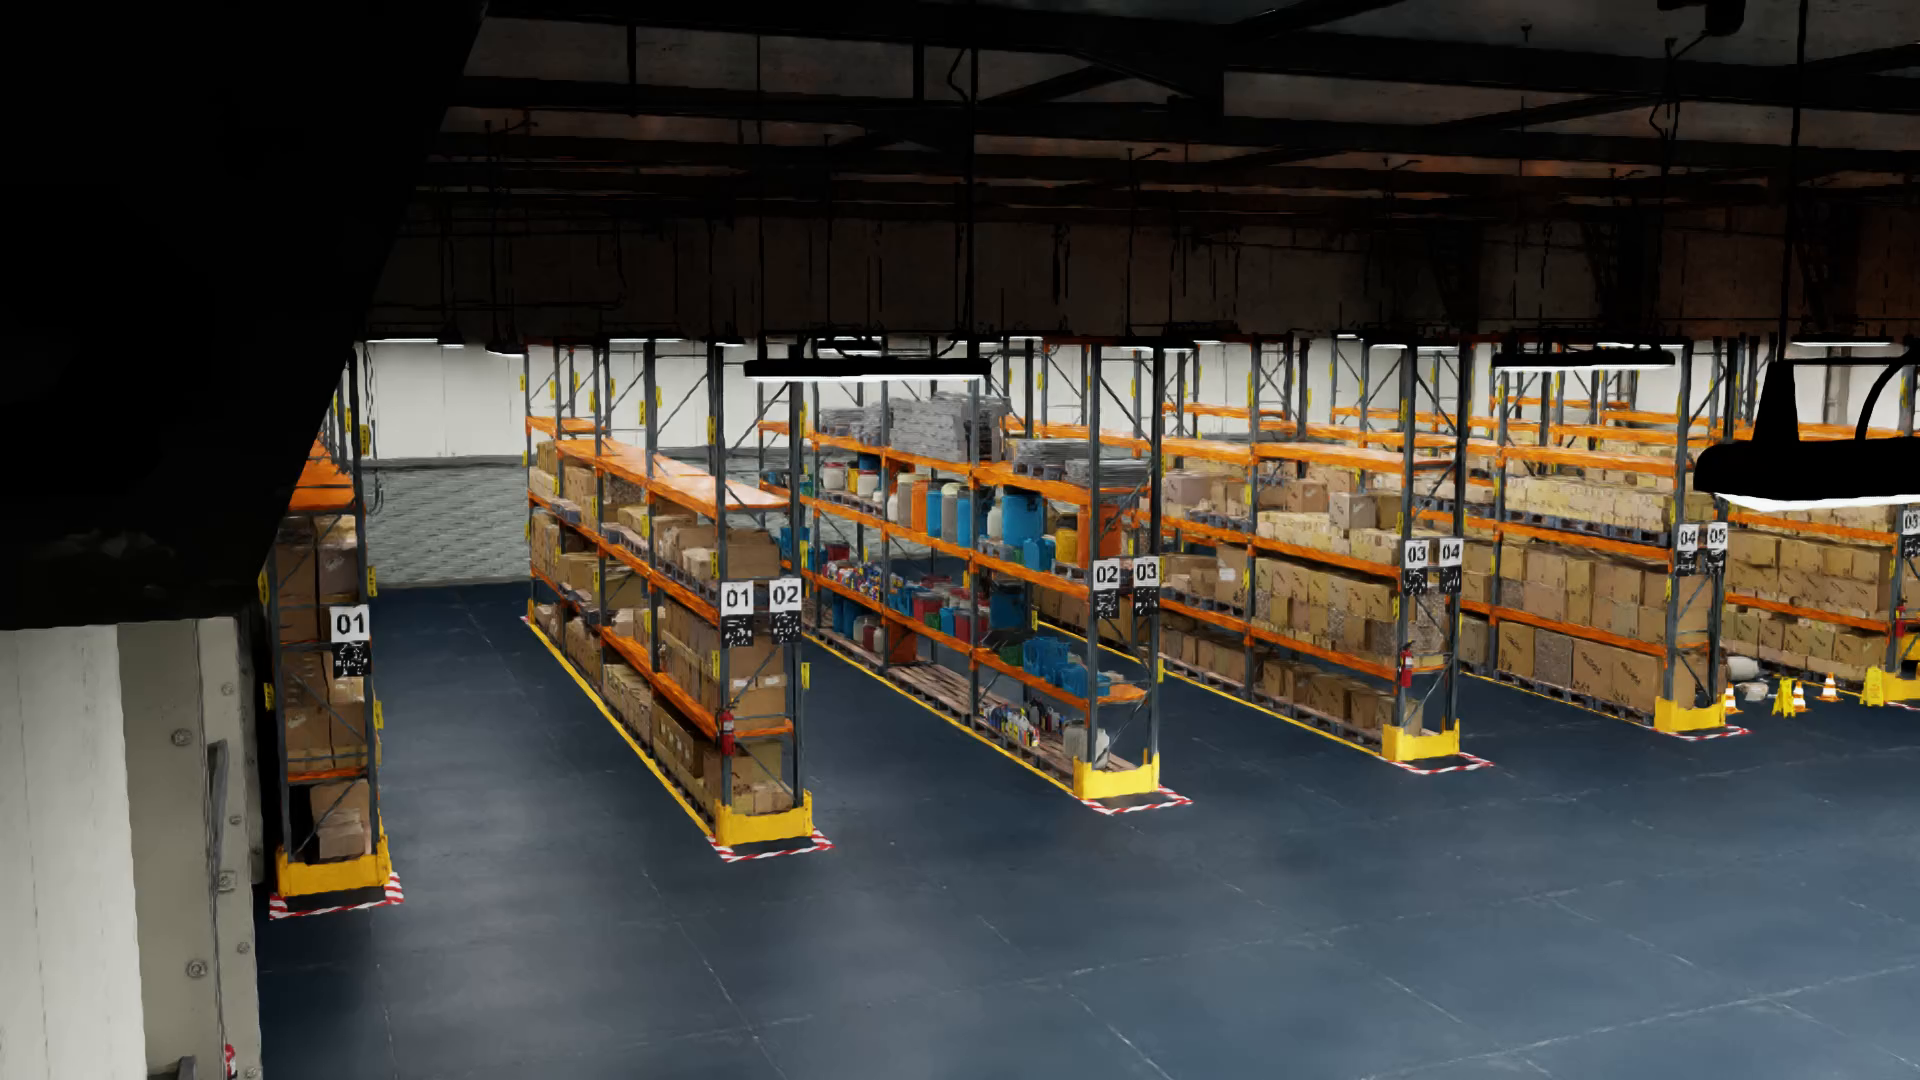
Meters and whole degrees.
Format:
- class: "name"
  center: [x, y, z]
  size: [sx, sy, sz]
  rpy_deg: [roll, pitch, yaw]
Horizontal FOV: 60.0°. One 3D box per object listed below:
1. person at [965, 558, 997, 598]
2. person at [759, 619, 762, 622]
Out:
- class: "person"
  center: [0.441, 0.749, 35.593]
  size: [0.729, 1.734, 0.546]
  rpy_deg: [-3, 8, -23]
- class: "person"
  center: [-3.819, 1.610, 29.232]
  size: [0.719, 1.714, 0.578]
  rpy_deg: [-3, 8, -24]
